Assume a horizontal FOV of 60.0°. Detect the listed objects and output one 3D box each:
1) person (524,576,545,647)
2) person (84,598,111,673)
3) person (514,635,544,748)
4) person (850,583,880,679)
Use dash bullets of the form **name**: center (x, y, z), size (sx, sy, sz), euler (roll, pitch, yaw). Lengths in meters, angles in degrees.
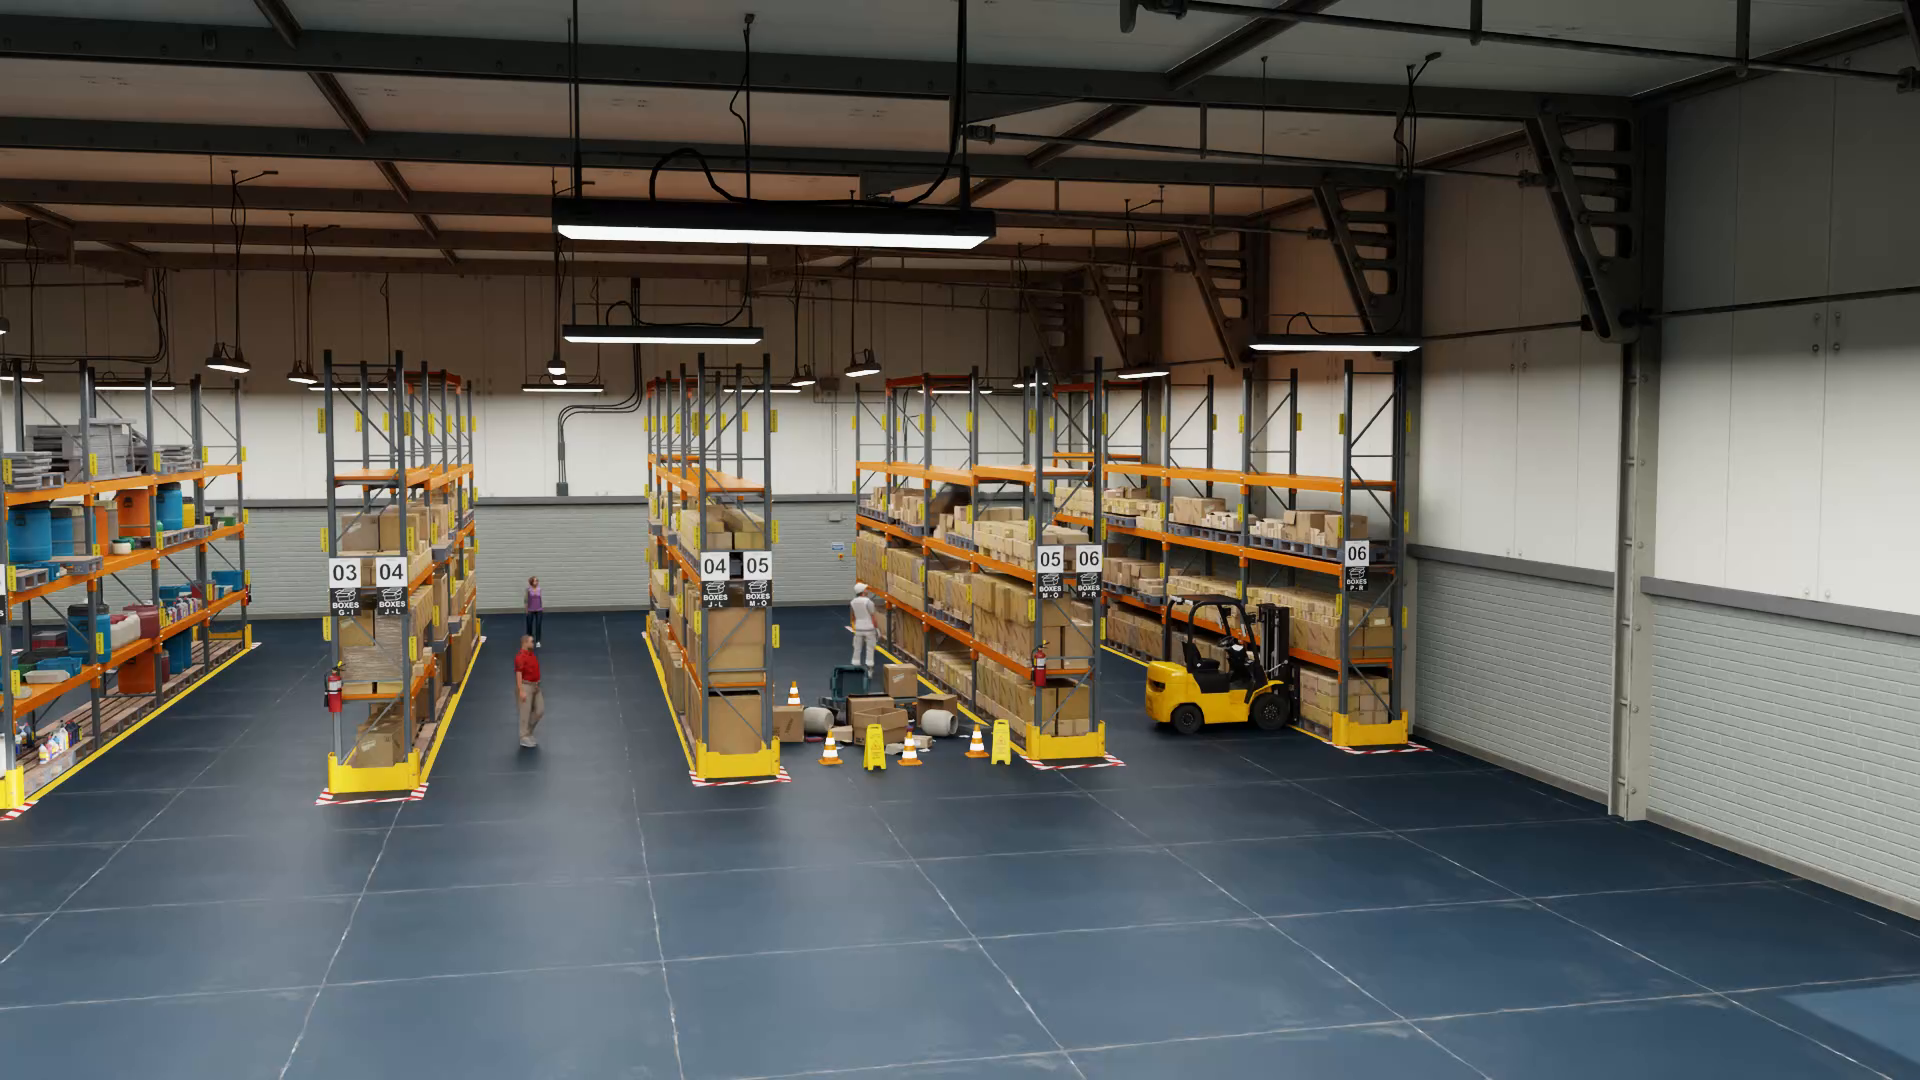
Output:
- **person**: center (-9.555, 1.602, 37.312), size (0.448, 1.593, 0.479), euler (-1, 4, -19)
- **person**: center (-17.381, 1.781, 33.544), size (0.500, 1.791, 0.597), euler (-1, 4, -13)
- **person**: center (-6.757, 2.343, 25.931), size (0.515, 1.733, 0.605), euler (1, 4, 18)
- **person**: center (-1.734, 1.673, 30.730), size (0.605, 1.787, 0.493), euler (1, 4, 18)
